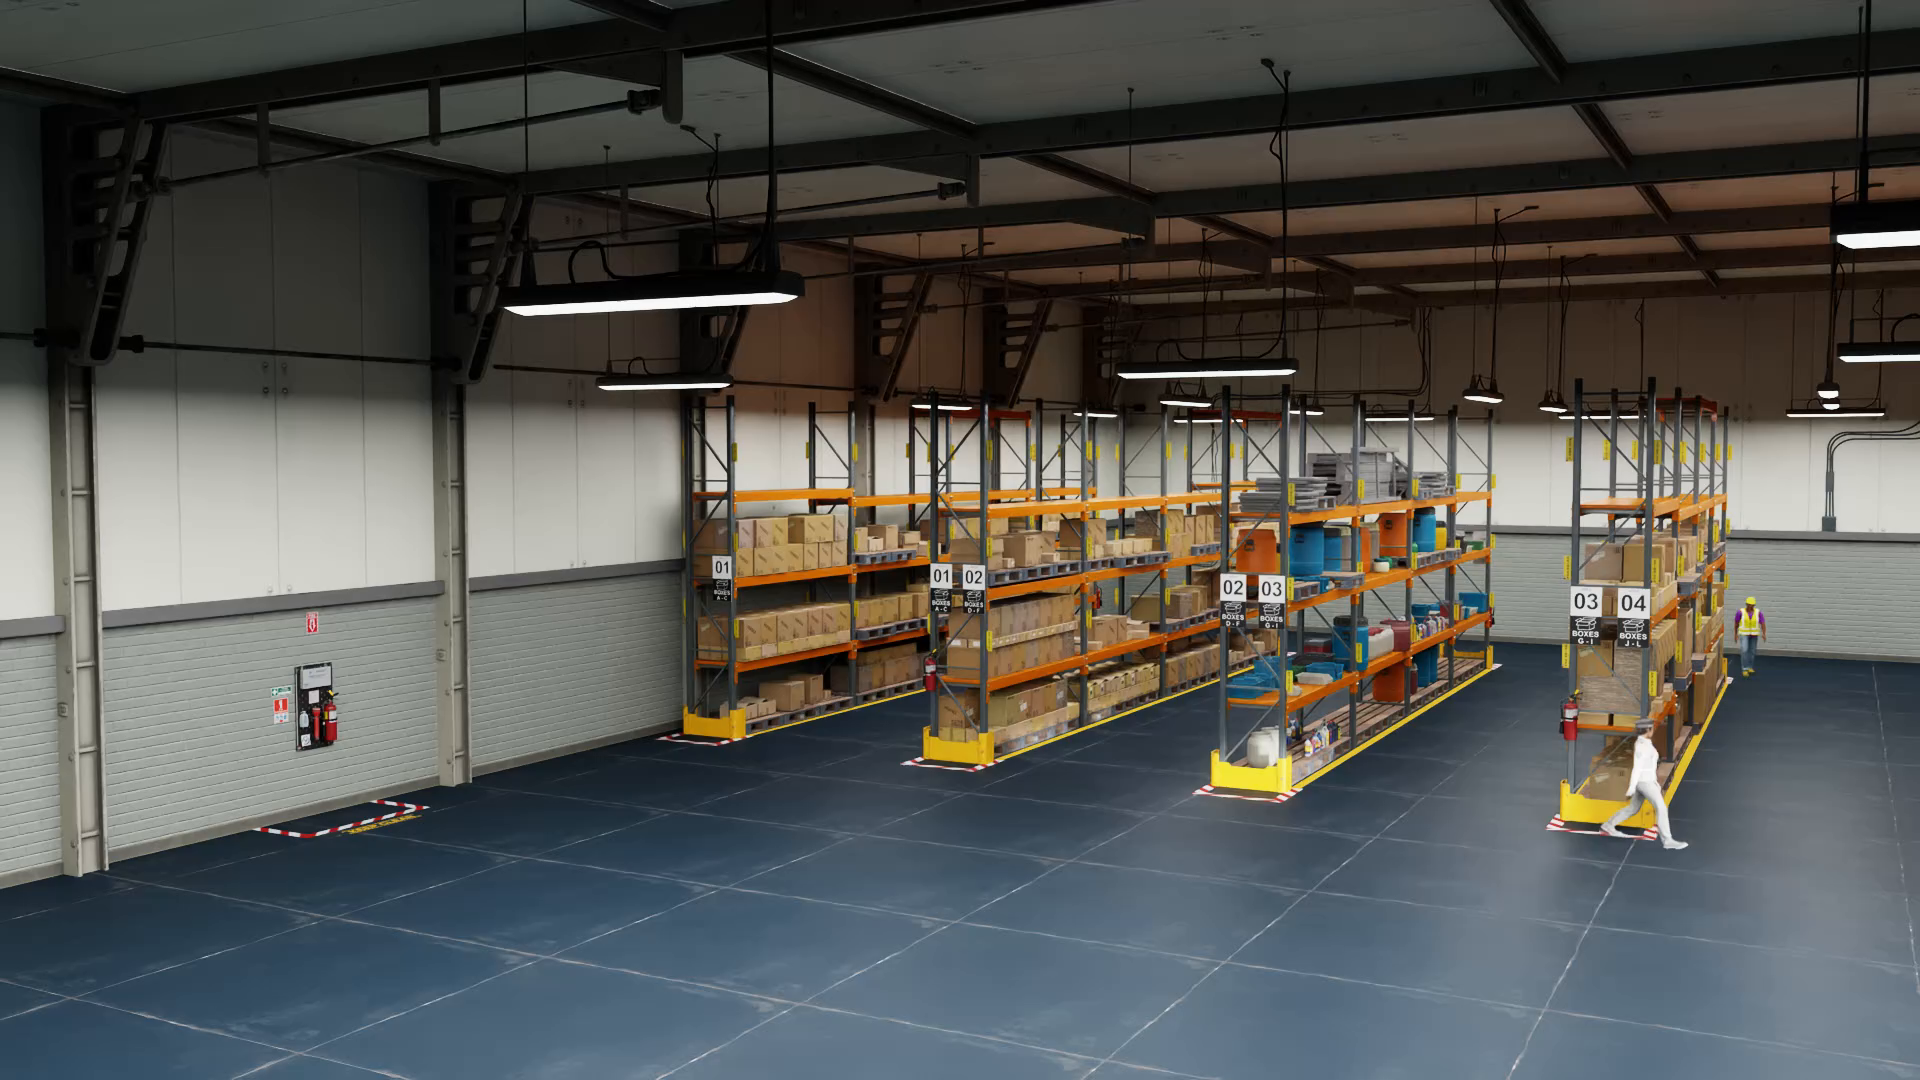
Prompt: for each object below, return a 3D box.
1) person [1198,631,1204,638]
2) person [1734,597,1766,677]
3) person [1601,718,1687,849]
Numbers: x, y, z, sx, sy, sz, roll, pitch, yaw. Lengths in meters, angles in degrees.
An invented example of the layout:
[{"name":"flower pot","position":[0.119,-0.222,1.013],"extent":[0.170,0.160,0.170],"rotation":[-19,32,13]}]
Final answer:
[{"name":"person","position":[6.155,1.890,43.247],"extent":[0.589,1.651,0.499],"rotation":[3,4,45]},{"name":"person","position":[17.748,2.155,37.345],"extent":[0.625,1.774,0.715],"rotation":[1,3,16]},{"name":"person","position":[8.747,3.087,21.234],"extent":[0.985,1.606,0.534],"rotation":[1,3,18]}]
